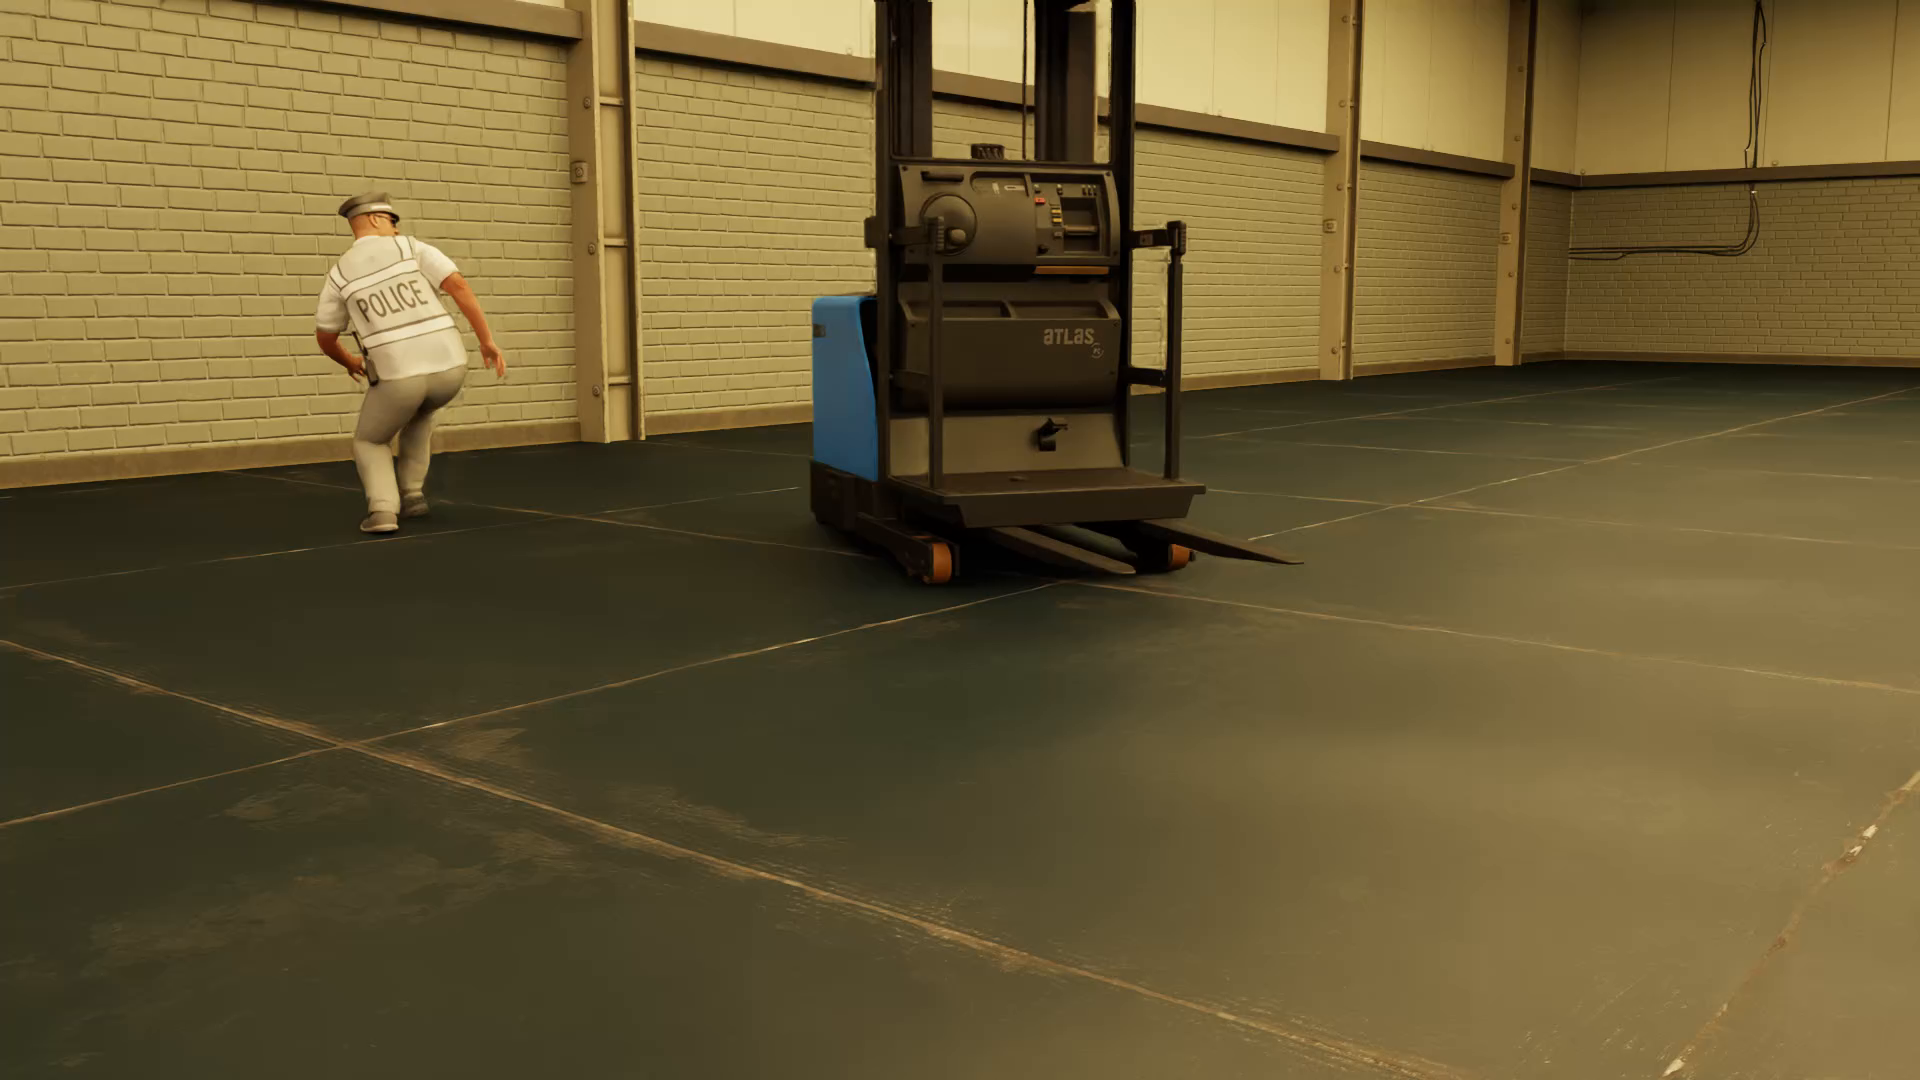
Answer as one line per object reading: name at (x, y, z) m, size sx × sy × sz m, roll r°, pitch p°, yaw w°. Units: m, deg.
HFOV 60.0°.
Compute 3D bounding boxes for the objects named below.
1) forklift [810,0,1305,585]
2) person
forklift at (0.281, -1.348, 6.495) m, size 1.130 × 2.935 × 3.031 m, roll -3°, pitch 9°, yaw -20°
person at (-2.604, -0.837, 7.816) m, size 0.773 × 1.570 × 0.777 m, roll -4°, pitch 9°, yaw -28°
